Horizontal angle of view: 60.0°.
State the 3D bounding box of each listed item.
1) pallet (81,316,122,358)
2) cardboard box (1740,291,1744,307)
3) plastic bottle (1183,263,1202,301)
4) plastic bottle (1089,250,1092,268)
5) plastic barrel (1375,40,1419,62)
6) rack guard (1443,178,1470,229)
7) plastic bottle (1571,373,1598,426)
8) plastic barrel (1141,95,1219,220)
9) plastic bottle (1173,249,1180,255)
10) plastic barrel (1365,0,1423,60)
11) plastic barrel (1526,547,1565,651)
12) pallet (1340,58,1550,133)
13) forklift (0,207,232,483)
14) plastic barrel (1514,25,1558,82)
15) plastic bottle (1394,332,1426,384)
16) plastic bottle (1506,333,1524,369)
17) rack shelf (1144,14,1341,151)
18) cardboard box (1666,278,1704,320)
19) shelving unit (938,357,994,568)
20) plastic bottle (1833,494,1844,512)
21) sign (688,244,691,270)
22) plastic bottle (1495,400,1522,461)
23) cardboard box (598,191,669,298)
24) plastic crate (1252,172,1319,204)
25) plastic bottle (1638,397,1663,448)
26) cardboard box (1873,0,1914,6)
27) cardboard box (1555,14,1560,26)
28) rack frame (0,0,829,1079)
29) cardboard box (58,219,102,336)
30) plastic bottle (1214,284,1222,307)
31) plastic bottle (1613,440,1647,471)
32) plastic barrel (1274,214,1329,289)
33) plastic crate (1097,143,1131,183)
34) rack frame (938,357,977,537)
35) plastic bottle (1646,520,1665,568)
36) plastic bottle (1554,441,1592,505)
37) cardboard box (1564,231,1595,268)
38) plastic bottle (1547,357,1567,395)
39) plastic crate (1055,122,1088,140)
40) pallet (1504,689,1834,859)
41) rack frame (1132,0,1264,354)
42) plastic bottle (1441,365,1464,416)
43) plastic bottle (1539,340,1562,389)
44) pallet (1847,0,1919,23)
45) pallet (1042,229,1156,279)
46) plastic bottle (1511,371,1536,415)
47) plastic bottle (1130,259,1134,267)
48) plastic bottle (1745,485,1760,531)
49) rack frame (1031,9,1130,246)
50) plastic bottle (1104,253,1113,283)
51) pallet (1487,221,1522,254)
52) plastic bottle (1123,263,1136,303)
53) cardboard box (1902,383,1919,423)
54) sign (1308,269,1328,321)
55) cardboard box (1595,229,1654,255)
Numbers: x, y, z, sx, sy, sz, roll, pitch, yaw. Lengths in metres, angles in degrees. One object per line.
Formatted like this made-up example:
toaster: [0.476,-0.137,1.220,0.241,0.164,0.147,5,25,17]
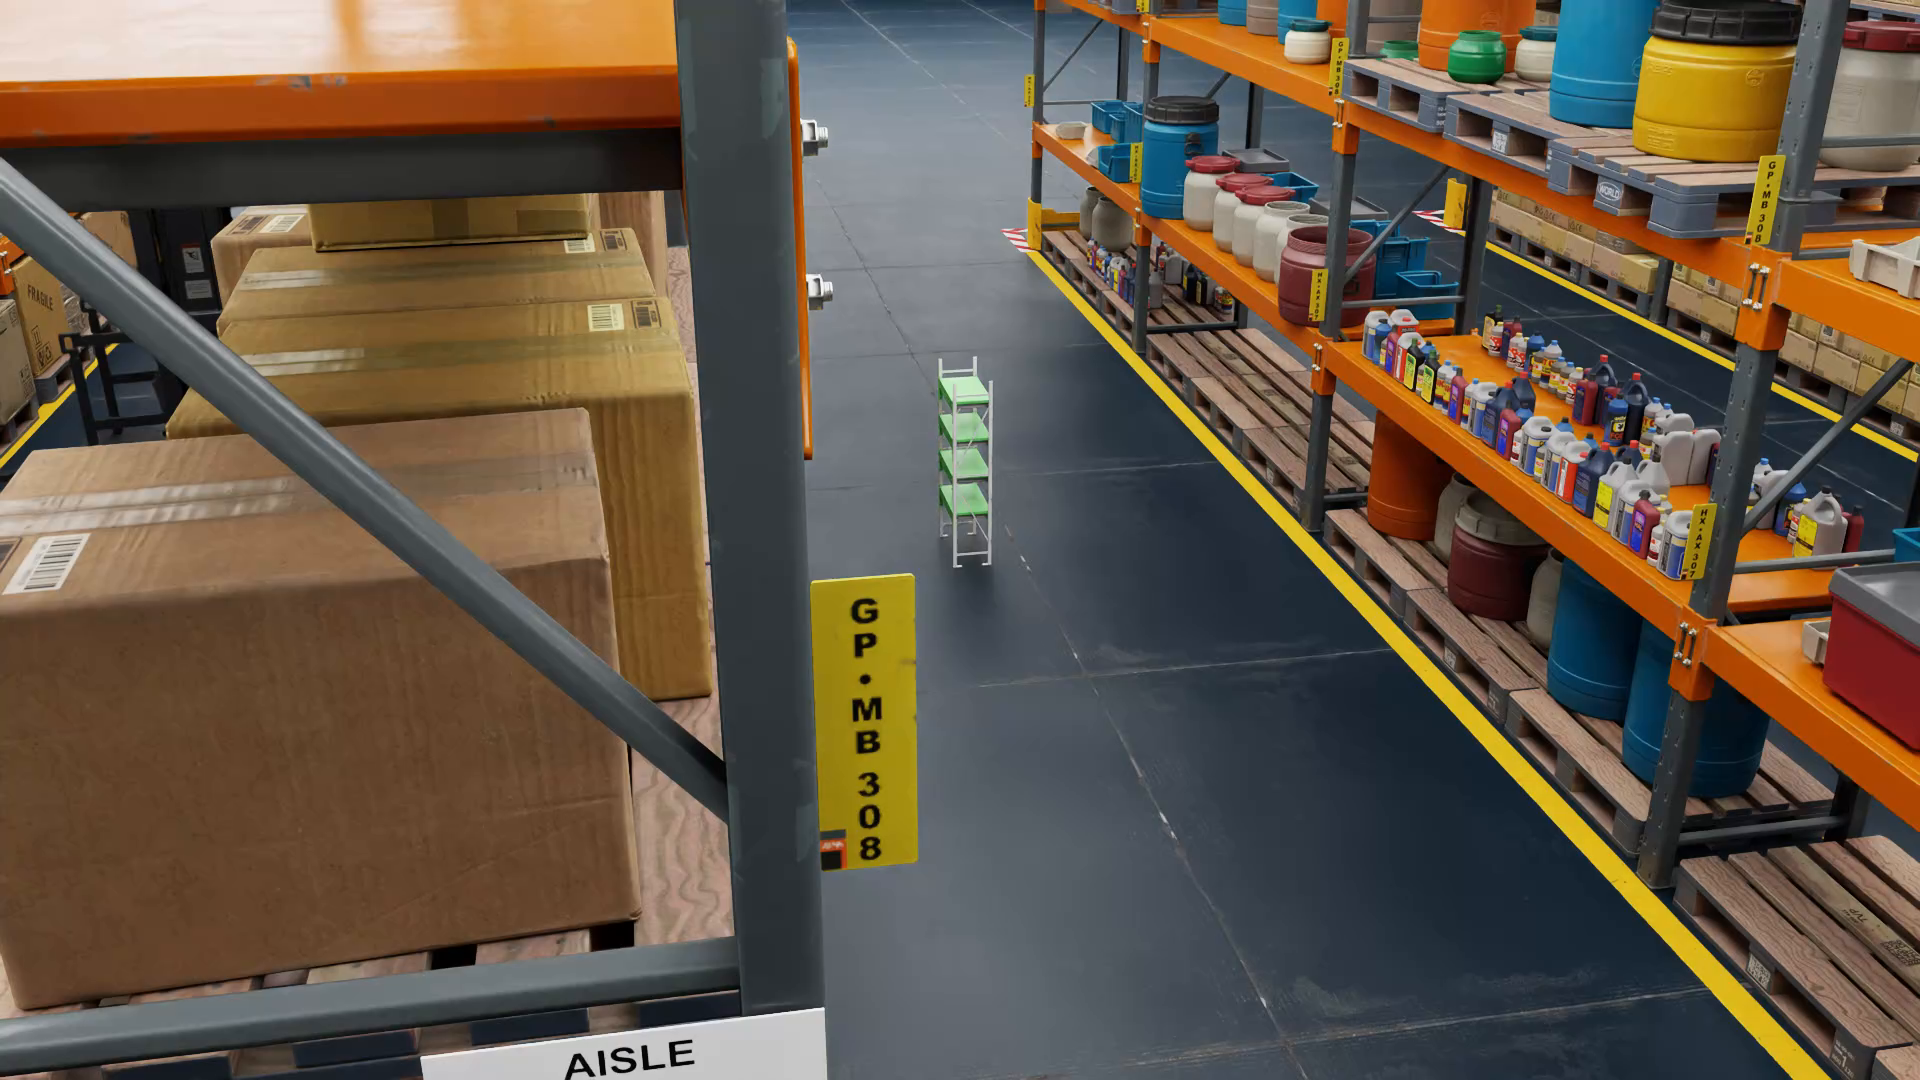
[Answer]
pallet: [-8.044,-1.865,14.757,1.003,0.211,1.213,-4,24,-10]
cardboard box: [6.894,-2.024,13.847,0.500,0.311,0.500,-5,24,-11]
plastic bottle: [2.126,-2.377,15.204,0.144,0.351,0.185,-4,24,-10]
plastic bottle: [1.318,-2.767,16.284,0.097,0.201,0.097,0,24,0]
plastic barrel: [2.653,-2.875,10.031,0.294,0.245,0.294,0,24,0]
rack guard: [6.134,-3.854,18.949,1.175,0.500,0.348,-4,24,-10]
plastic bottle: [3.347,-0.764,8.897,0.061,0.283,0.133,-4,24,-10]
plastic barrel: [1.783,-3.107,13.489,0.600,0.901,0.708,-4,24,-10]
plastic bottle: [2.120,-2.702,15.949,0.144,0.351,0.185,-3,24,-8]
plastic barrel: [2.811,-3.421,10.462,0.600,0.901,0.600,0,24,0]
plastic barrel: [3.257,0.321,8.852,0.421,0.512,0.421,0,24,0]
pallet: [2.795,-2.458,9.118,1.003,0.211,1.213,-4,24,-10]
forklift: [-5.427,-1.600,10.752,3.031,2.935,1.130,-8,25,-18]
plastic barrel: [3.091,-2.571,8.789,0.301,0.262,0.301,0,24,0]
plastic bottle: [2.597,-1.045,9.550,0.152,0.276,0.135,-4,24,-10]
plastic bottle: [3.289,-1.122,9.819,0.097,0.201,0.097,0,24,0]
rack shelf: [2.379,-3.310,11.731,1.077,0.370,4.000,-4,24,-10]
cardboard box: [6.709,-2.172,14.886,0.500,0.250,0.500,-5,24,-11]
shelving unit: [0.031,-0.485,10.361,0.258,1.200,0.503,-4,24,-10]
plastic bottle: [3.816,-0.079,7.330,0.061,0.283,0.133,-4,24,-10]
sign: [-1.574,-1.684,9.412,0.100,0.325,0.005,-4,24,-10]
plastic bottle: [2.782,-0.556,8.421,0.061,0.283,0.133,-4,24,-10]
cardboard box: [-1.080,-0.682,4.040,0.700,0.500,0.500,-3,24,-7]
plastic crate: [2.519,-2.633,13.051,0.392,0.384,0.575,-4,24,-10]
plastic bottle: [3.551,-0.597,8.531,0.097,0.271,0.097,0,24,0]
cardboard box: [7.172,-4.158,12.438,0.500,0.250,0.500,-6,24,-14]
cardboard box: [6.419,-5.020,16.751,0.700,0.500,0.500,-4,24,-10]
rack frame: [-0.639,-0.714,1.141,1.000,3.000,0.127,-4,24,-10]
cardboard box: [-7.969,-2.183,14.131,0.875,0.875,0.875,-4,24,-9]
plastic bottle: [2.344,-2.208,15.005,0.097,0.201,0.097,0,24,0]
plastic bottle: [3.105,-0.303,7.757,0.144,0.351,0.185,-4,24,-10]
plastic barrel: [2.349,-1.918,11.254,0.421,0.512,0.421,0,24,0]
plastic crate: [1.538,-3.398,14.969,0.499,0.251,0.616,-4,24,-10]
rack frame: [-0.015,-0.581,10.581,0.240,1.200,0.015,-4,24,-10]
plastic bottle: [3.050,0.012,7.224,0.097,0.201,0.097,0,24,0]
plastic bottle: [2.937,-0.321,7.892,0.152,0.276,0.135,-4,24,-10]
cardboard box: [6.388,-2.908,16.571,0.500,0.250,0.500,-4,24,-10]
plastic bottle: [3.379,-0.930,9.381,0.097,0.201,0.097,0,24,0]
plastic crate: [1.119,-4.128,16.784,0.298,0.136,0.250,-4,24,-10]
pallet: [3.387,1.067,8.044,1.003,0.211,1.213,-4,24,-10]
rack frame: [2.010,-3.051,13.989,1.000,3.000,0.127,-4,24,-10]
plastic bottle: [2.677,-0.814,9.026,0.097,0.271,0.097,0,24,0]
plastic bottle: [3.361,-1.001,9.455,0.097,0.271,0.097,0,24,0]
pallet: [7.195,-3.831,12.263,1.003,0.211,1.213,-3,24,-7]
pallet: [1.475,-3.000,17.356,1.003,0.211,1.213,-4,24,-10]
plastic bottle: [2.918,-0.717,8.705,0.144,0.351,0.185,-4,24,-10]
plastic bottle: [1.608,-2.460,15.480,0.061,0.283,0.133,-4,24,-10]
plastic bottle: [3.591,-0.151,7.597,0.097,0.201,0.097,0,24,0]
rack frame: [1.270,-4.625,17.591,1.000,3.000,0.127,-4,24,-10]
plastic bottle: [1.418,-2.586,15.782,0.097,0.271,0.097,0,24,0]
pallet: [6.321,-3.414,18.304,1.003,0.211,1.213,-4,24,-10]
plastic bottle: [1.572,-2.347,15.135,0.144,0.351,0.185,-6,24,-12]
cardboard box: [7.281,-0.964,12.121,0.500,0.250,0.500,-4,24,-8]
sign: [2.210,-1.509,10.254,0.100,0.325,0.005,-4,24,-10]
cardboard box: [6.497,-3.056,15.974,0.500,0.500,0.500,-4,24,-10]
